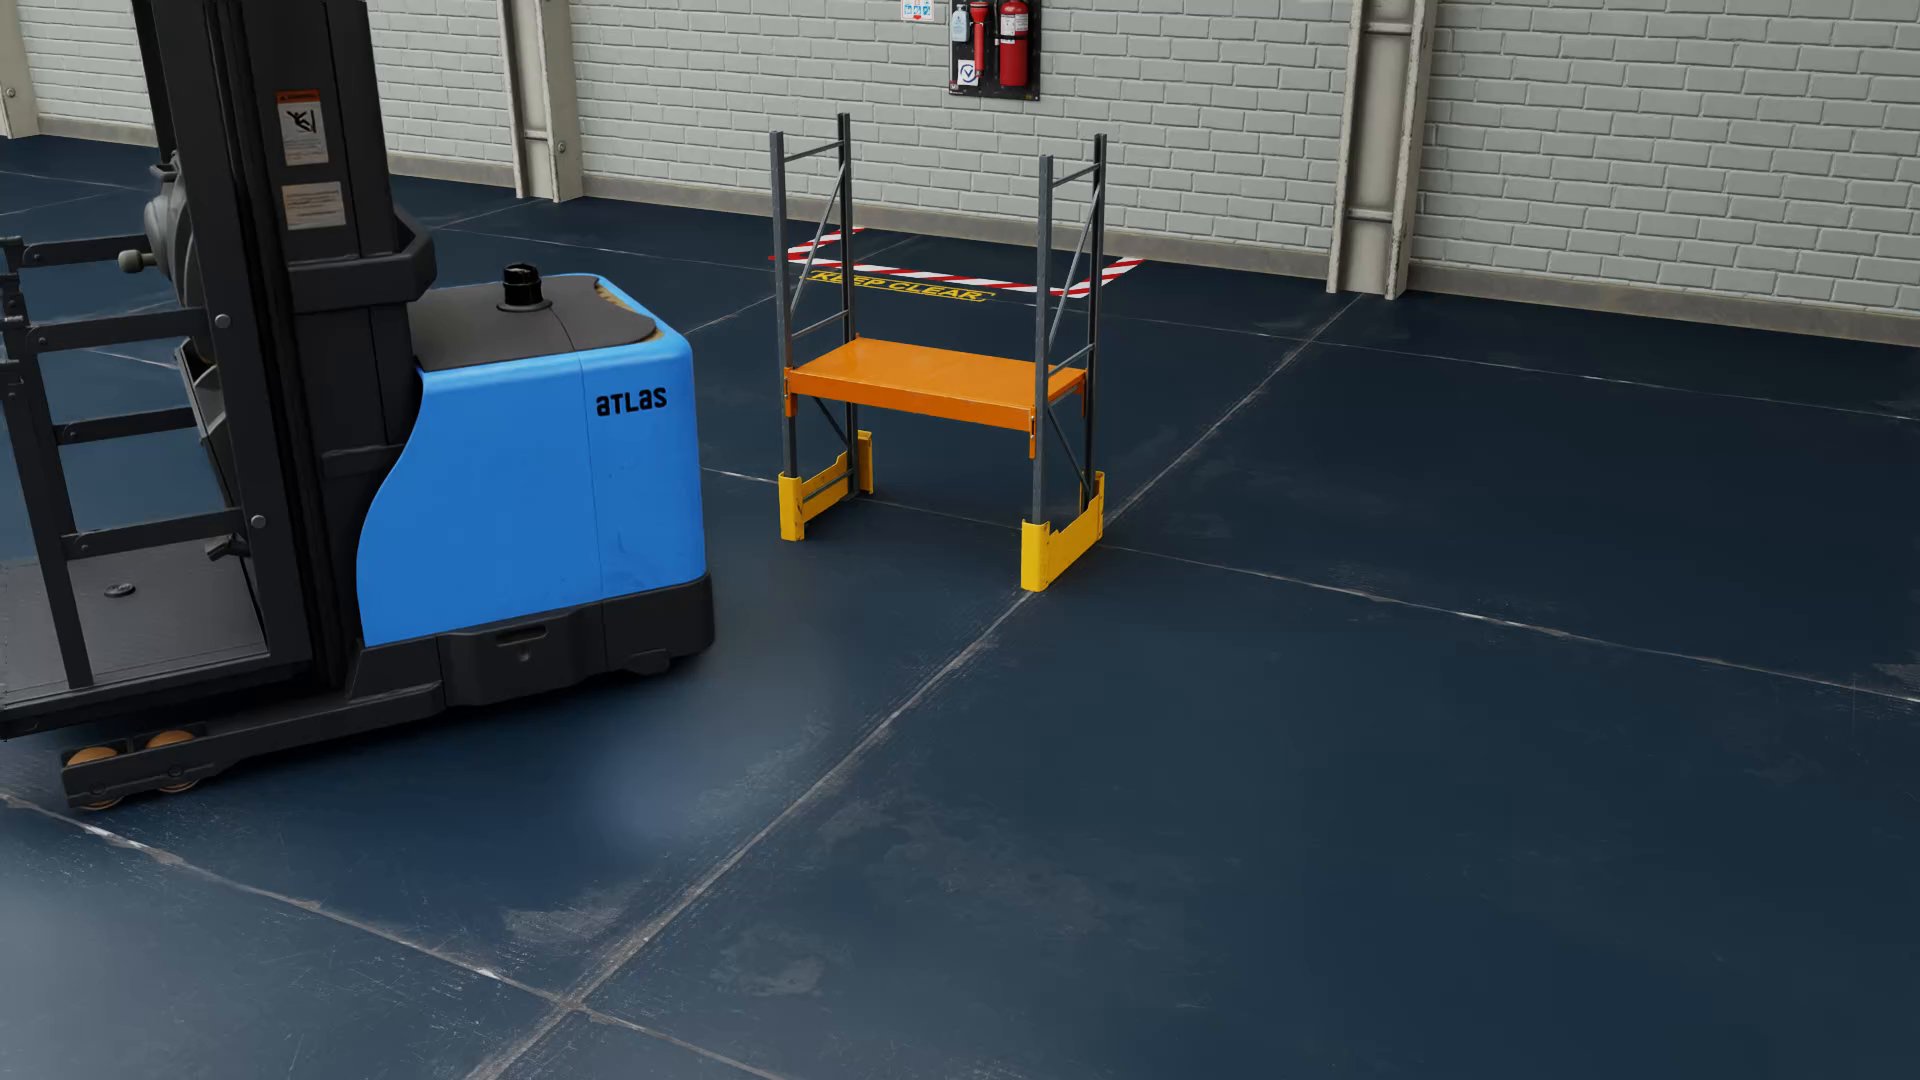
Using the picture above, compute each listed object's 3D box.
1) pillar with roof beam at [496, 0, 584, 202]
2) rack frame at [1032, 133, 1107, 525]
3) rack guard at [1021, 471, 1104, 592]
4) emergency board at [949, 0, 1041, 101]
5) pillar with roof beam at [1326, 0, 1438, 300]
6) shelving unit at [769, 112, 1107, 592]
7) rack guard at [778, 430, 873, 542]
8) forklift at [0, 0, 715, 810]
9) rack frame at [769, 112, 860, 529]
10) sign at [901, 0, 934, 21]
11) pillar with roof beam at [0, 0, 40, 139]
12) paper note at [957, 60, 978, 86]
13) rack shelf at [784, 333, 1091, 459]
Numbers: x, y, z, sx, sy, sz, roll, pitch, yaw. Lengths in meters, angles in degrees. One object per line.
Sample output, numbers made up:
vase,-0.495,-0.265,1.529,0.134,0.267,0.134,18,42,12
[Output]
pillar with roof beam,-4.932,-5.152,6.866,0.400,9.000,9.100,11,25,25
rack frame,0.378,-0.615,5.781,0.032,1.500,0.500,11,25,25
rack guard,0.376,-0.041,6.026,0.087,0.250,0.587,11,25,25
emergency board,0.177,-3.285,10.142,0.643,1.169,0.194,11,25,25
pillar with roof beam,0.423,-4.092,4.375,0.400,9.000,9.100,11,25,25
shelving unit,-0.068,-0.704,5.988,1.083,1.500,0.587,11,25,25
rack guard,-0.512,-0.216,6.440,0.087,0.250,0.587,11,25,25
forklift,-2.331,-0.851,4.505,3.031,2.935,1.130,-12,26,-25
rack frame,-0.530,-0.795,6.203,0.032,1.500,0.500,11,25,25
sign,-0.270,-3.435,10.449,0.234,0.329,0.001,11,25,25
pillar with roof beam,-10.286,-6.211,9.357,0.400,9.000,9.100,11,25,25
paper note,0.050,-2.935,10.444,0.142,0.148,0.016,11,25,25
rack shelf,-0.076,-0.540,6.062,1.000,0.185,0.538,11,25,25
